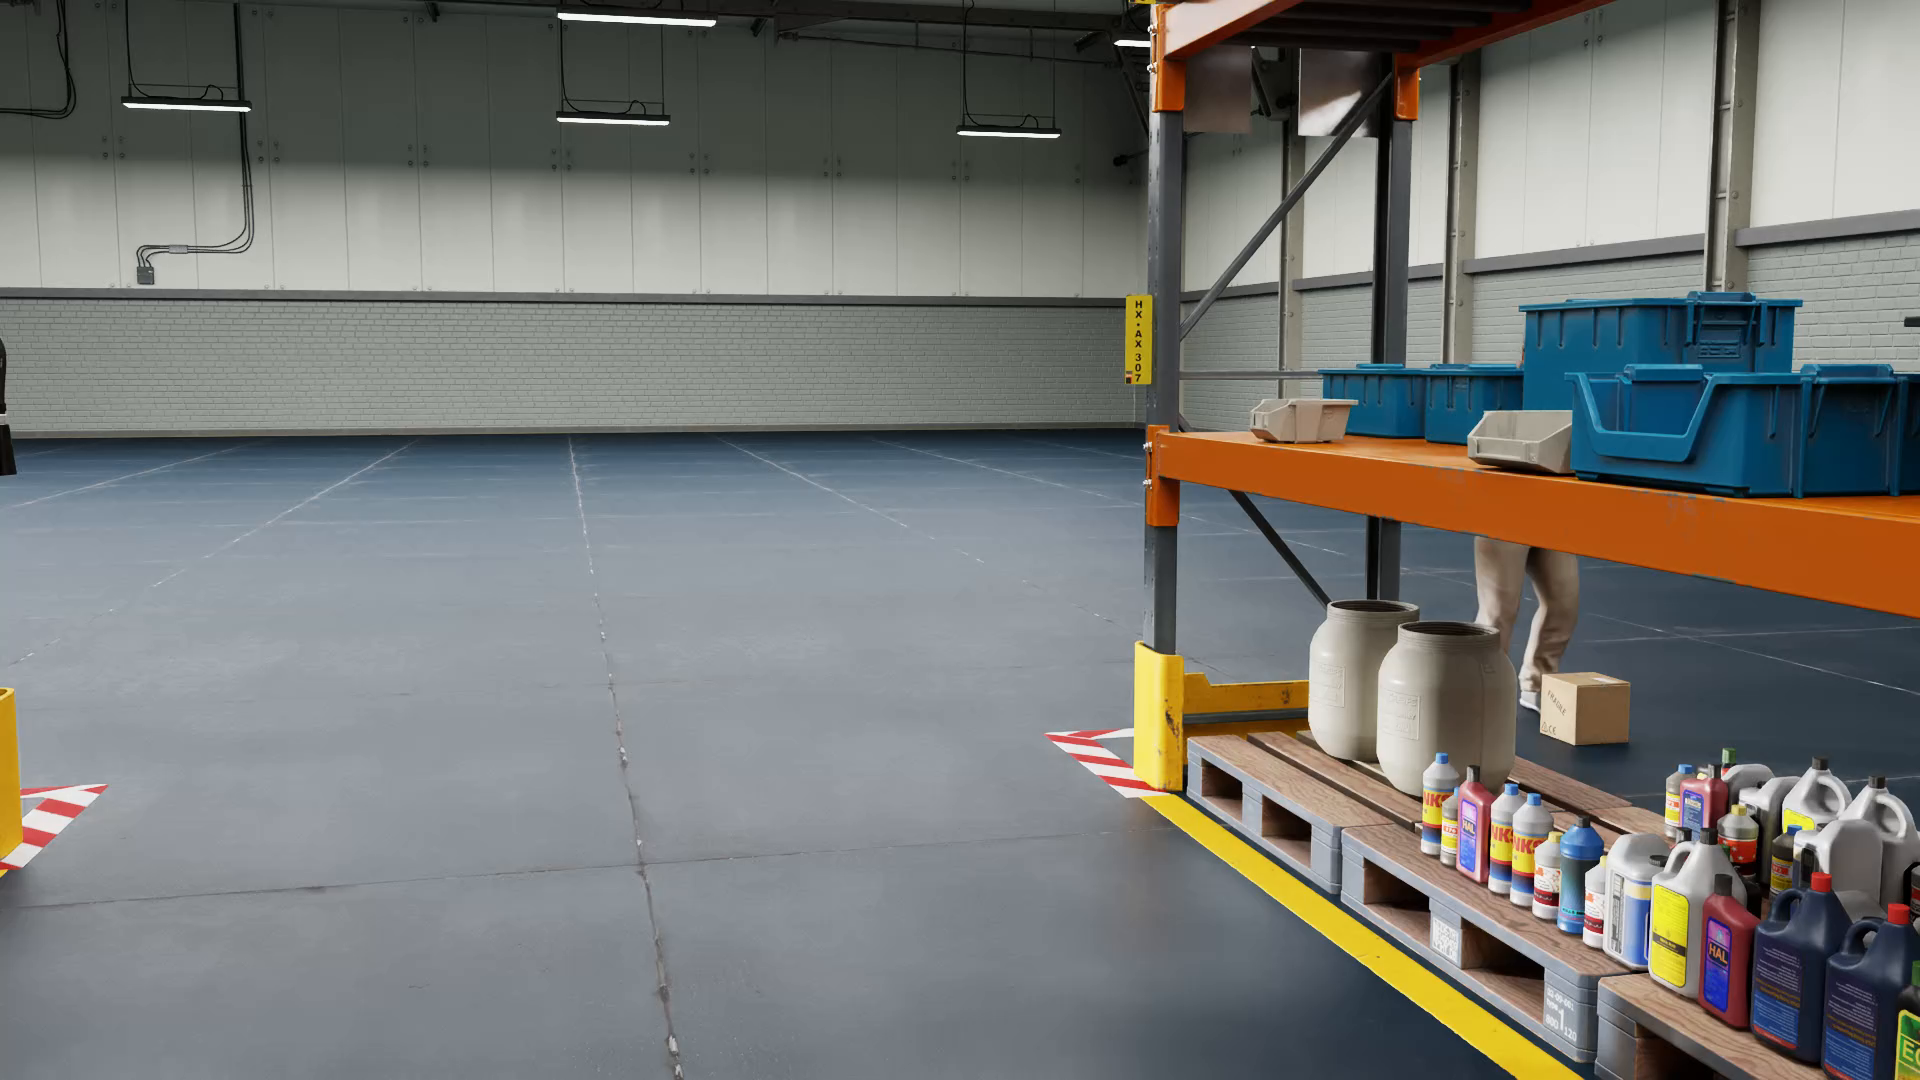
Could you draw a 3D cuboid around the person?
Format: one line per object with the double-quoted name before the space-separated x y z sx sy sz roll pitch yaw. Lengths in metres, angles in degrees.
"person" 2.514 -0.069 7.338 0.544 1.704 0.377 -1 6 -12
